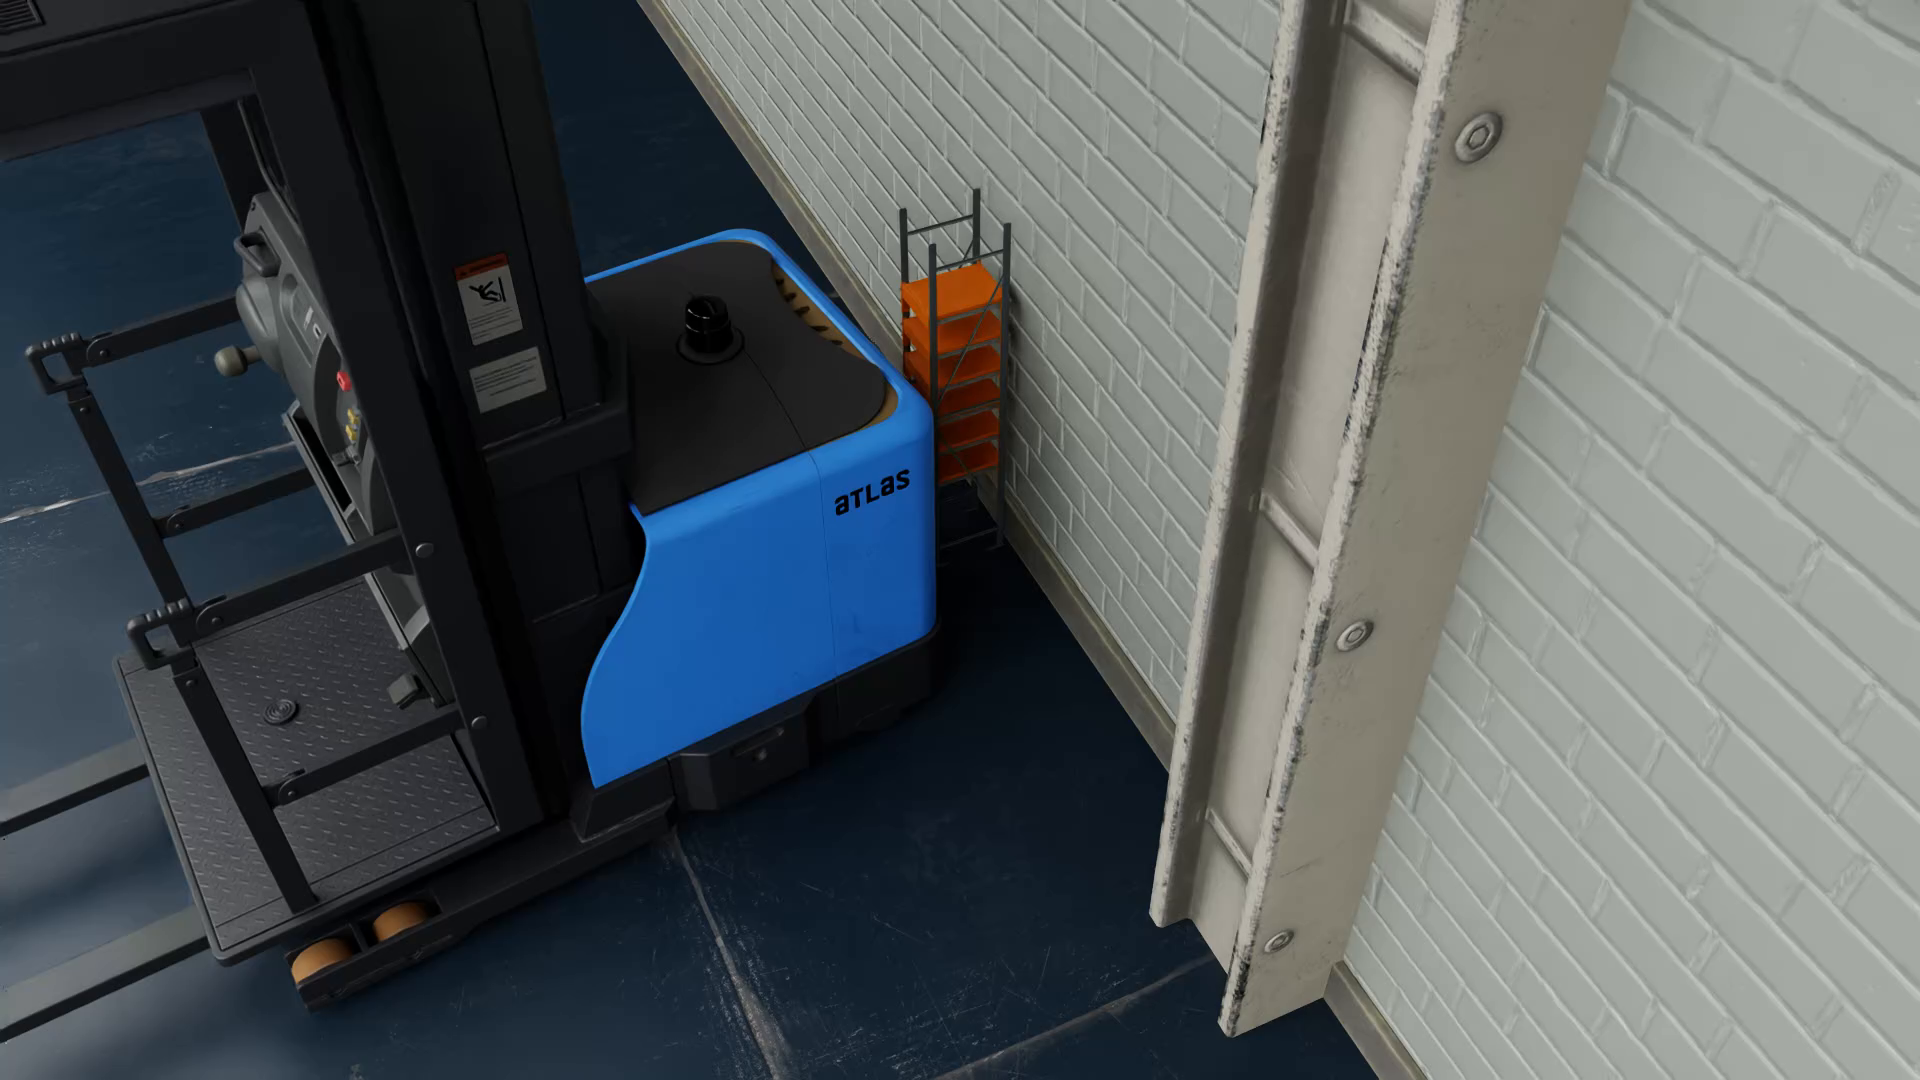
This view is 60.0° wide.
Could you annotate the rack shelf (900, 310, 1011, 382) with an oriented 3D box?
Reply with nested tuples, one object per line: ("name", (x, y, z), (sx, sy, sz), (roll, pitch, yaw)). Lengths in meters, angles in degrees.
("rack shelf", (-0.014, -0.571, 4.696), (0.258, 0.103, 0.180), (-19, 48, -18))

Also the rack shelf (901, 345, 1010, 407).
("rack shelf", (-0.014, -0.486, 4.781), (0.258, 0.103, 0.180), (-19, 48, -18))

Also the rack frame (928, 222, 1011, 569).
("rack frame", (0.026, -0.374, 4.775), (0.240, 1.200, 0.006), (-19, 48, -18))

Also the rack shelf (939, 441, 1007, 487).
("rack shelf", (-0.014, -0.230, 5.034), (0.258, 0.103, 0.180), (-19, 48, -18))

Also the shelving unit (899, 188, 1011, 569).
("shelving unit", (-0.014, -0.432, 4.834), (0.258, 1.200, 0.189), (-19, 48, -18))

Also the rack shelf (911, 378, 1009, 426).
("rack shelf", (-0.014, -0.401, 4.865), (0.258, 0.103, 0.180), (-19, 48, -18))

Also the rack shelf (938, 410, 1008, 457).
("rack shelf", (-0.014, -0.315, 4.949), (0.258, 0.103, 0.180), (-19, 48, -18))

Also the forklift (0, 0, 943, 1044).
("forklift", (-1.571, -0.331, 3.499), (3.031, 2.935, 1.130), (-24, 49, -22))

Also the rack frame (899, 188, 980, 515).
("rack frame", (-0.054, -0.490, 4.892), (0.240, 1.200, 0.006), (-19, 48, -18))

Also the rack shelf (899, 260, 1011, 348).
("rack shelf", (-0.014, -0.657, 4.612), (0.258, 0.103, 0.180), (-19, 48, -18))
